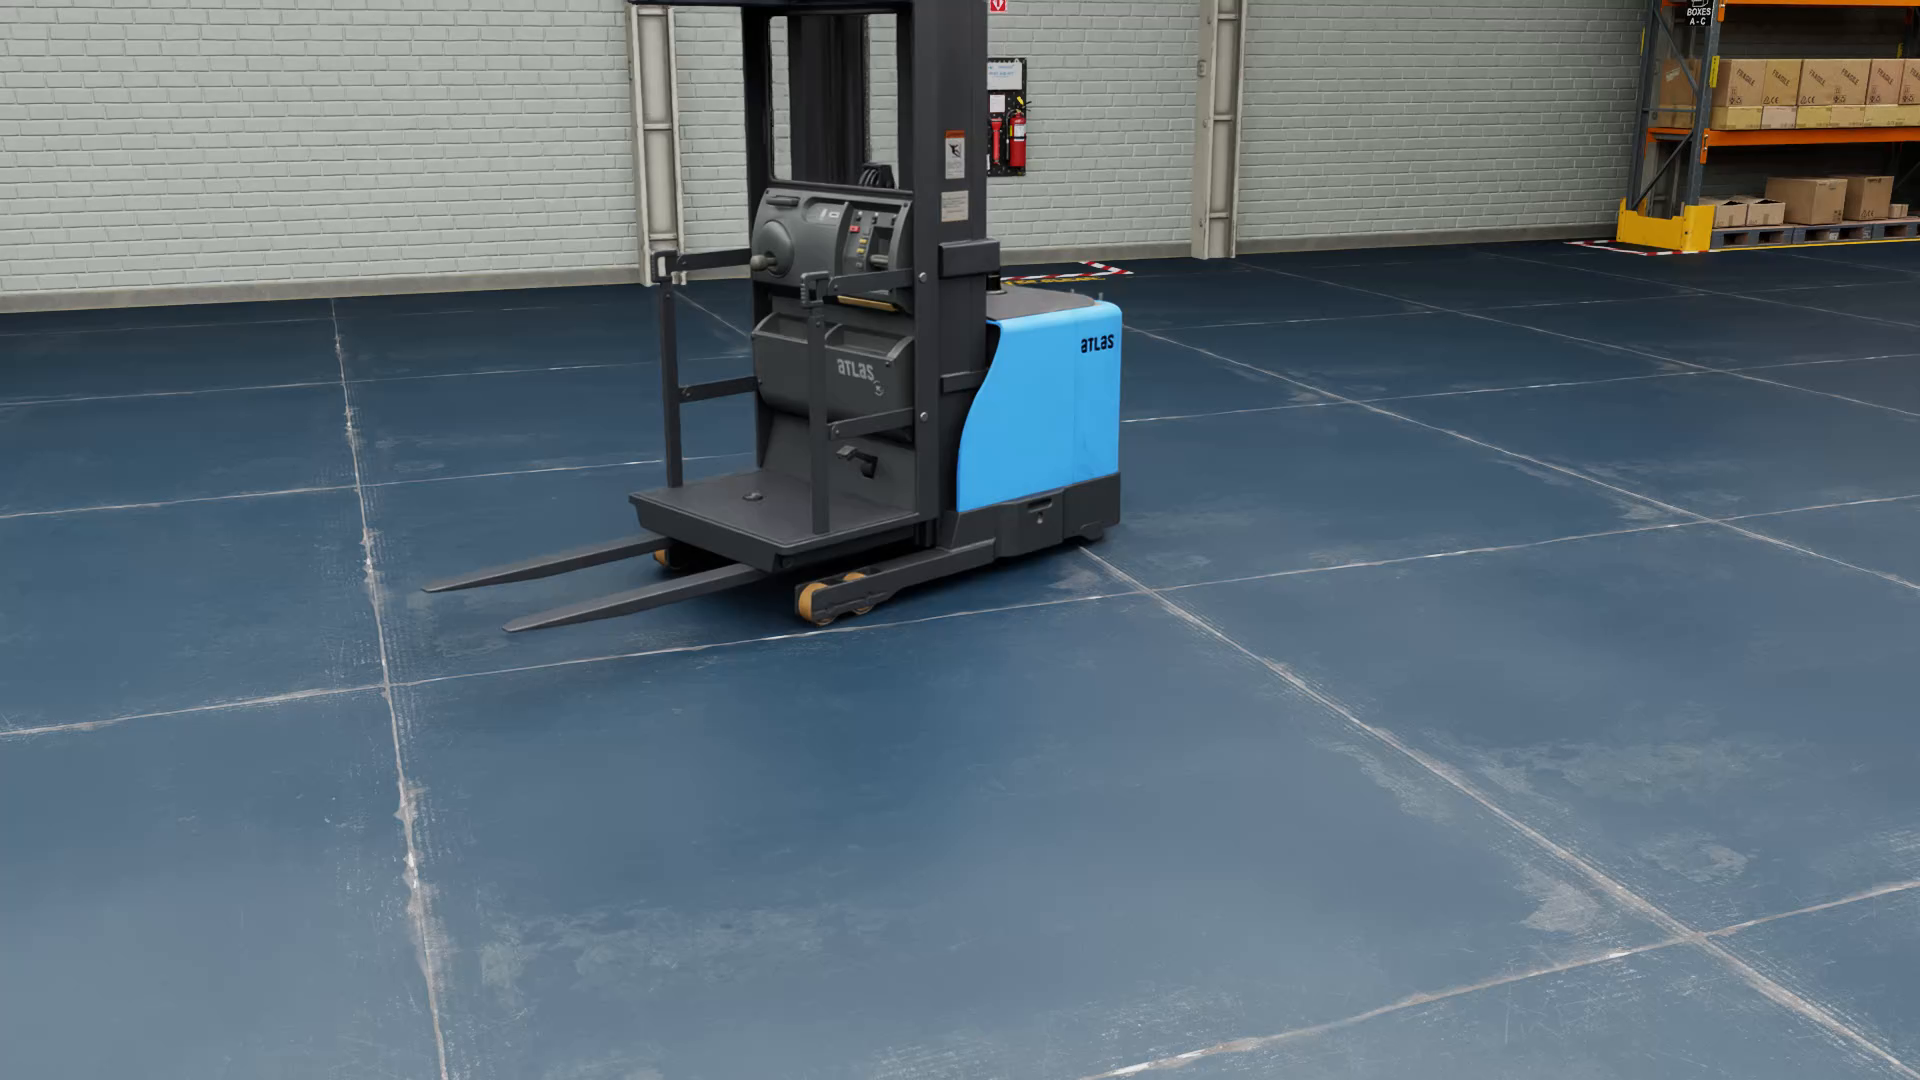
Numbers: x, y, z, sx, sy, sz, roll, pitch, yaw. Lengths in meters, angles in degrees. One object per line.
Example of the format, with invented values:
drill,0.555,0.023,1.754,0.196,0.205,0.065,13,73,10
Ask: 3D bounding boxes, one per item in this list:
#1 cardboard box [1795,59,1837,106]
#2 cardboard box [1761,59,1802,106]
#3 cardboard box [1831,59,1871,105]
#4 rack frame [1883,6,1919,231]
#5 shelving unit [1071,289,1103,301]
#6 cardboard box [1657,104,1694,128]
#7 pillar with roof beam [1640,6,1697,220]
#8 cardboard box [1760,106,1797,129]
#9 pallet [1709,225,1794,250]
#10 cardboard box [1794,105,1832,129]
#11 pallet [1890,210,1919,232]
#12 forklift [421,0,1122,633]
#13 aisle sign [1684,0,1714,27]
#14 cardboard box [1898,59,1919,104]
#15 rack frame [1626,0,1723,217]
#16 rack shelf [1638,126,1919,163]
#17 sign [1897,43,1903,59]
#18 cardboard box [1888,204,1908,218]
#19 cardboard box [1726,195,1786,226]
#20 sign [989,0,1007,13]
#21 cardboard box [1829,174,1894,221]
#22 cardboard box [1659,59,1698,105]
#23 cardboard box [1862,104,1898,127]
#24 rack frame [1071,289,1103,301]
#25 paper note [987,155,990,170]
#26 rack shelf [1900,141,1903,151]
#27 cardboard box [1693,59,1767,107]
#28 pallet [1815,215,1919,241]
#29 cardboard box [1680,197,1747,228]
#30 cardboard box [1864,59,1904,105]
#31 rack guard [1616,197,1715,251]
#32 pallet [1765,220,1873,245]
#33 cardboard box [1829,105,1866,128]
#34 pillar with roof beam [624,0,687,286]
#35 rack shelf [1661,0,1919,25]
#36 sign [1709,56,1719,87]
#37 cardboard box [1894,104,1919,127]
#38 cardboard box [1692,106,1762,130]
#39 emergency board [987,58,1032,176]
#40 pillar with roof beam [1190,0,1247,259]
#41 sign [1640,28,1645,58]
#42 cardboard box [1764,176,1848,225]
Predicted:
cardboard box,9.506,-5.185,18.830,0.500,0.500,0.500,-7,18,-22
cardboard box,9.022,-5.134,18.658,0.500,0.500,0.500,-6,17,-20
cardboard box,9.984,-5.240,19.017,0.500,0.500,0.500,-6,17,-18
rack frame,11.738,-5.224,20.063,0.127,3.000,1.000,-6,17,-20
shelving unit,0.512,-0.654,7.963,0.252,1.050,0.215,-15,22,-41
cardboard box,8.370,-4.856,19.042,0.500,0.250,0.500,-6,17,-19
pillar with roof beam,9.888,-6.864,15.003,0.400,9.000,9.100,-6,17,-20
cardboard box,9.052,-4.780,18.782,0.500,0.250,0.500,-7,18,-22
pallet,8.846,-3.563,19.356,1.213,0.211,1.003,-6,17,-20
cardboard box,9.530,-4.830,18.952,0.500,0.250,0.500,-6,18,-21
pallet,12.465,-3.965,20.725,1.213,0.211,1.003,-6,17,-20
forklift,-0.683,-1.239,6.614,3.031,2.935,1.130,-15,22,-41
aisle sign,8.043,-5.982,18.030,0.004,0.787,0.394,-6,17,-20
cardboard box,10.944,-5.340,19.360,0.500,0.500,0.500,-6,17,-20
rack frame,8.003,-4.820,18.690,0.127,3.000,1.000,-6,17,-20
rack shelf,9.871,-4.677,19.478,4.000,0.370,1.077,-6,17,-20
sign,11.537,-5.925,20.396,0.005,0.325,0.100,-6,17,-20
cardboard box,11.250,-4.014,20.190,0.250,0.166,0.380,-9,18,-27
cardboard box,9.214,-3.845,19.359,0.500,0.311,0.500,-5,17,-15
sign,0.380,-5.412,16.591,0.199,0.298,0.001,-6,17,-20
cardboard box,10.784,-4.120,19.961,0.500,0.500,0.500,-8,18,-24
cardboard box,8.367,-5.221,18.955,0.500,0.500,0.500,-6,18,-21
cardboard box,10.472,-4.931,19.297,0.500,0.250,0.500,-6,17,-20
rack frame,0.601,-0.678,8.043,0.008,1.050,0.200,-15,22,-41
paper note,0.233,-3.852,16.956,0.142,0.148,0.016,-6,17,-20
rack shelf,13.606,-5.080,20.851,4.000,0.370,1.077,-6,17,-20
cardboard box,8.557,-5.087,18.497,0.500,0.500,0.500,-6,17,-20
pallet,11.124,-3.809,20.194,1.213,0.211,1.003,-6,17,-20
cardboard box,8.682,-3.788,19.164,0.500,0.311,0.500,-8,18,-26
cardboard box,10.470,-5.292,19.197,0.500,0.500,0.500,-7,18,-22
rack guard,8.074,-3.629,19.068,0.348,0.500,1.175,-6,17,-20
pallet,9.983,-3.685,19.771,1.213,0.211,1.003,-6,17,-20
cardboard box,10.003,-4.880,19.123,0.500,0.250,0.500,-6,17,-20
pillar with roof beam,-1.318,-5.655,10.883,0.400,9.000,9.100,-6,17,-20
rack shelf,9.871,-6.116,19.055,4.000,0.370,1.077,-6,17,-20
sign,8.198,-5.093,18.082,0.005,0.325,0.100,-6,17,-20
cardboard box,10.936,-4.986,19.484,0.500,0.250,0.500,-6,17,-20
cardboard box,8.573,-4.724,18.591,0.500,0.250,0.500,-7,18,-22
emergency board,0.423,-4.275,16.831,0.643,1.169,0.194,-6,17,-20
pillar with roof beam,4.285,-6.259,12.943,0.400,9.000,9.100,-6,17,-20
sign,7.823,-5.676,18.986,0.005,0.325,0.100,-6,17,-20
cardboard box,9.917,-3.997,19.540,0.500,0.500,0.700,-7,18,-24
